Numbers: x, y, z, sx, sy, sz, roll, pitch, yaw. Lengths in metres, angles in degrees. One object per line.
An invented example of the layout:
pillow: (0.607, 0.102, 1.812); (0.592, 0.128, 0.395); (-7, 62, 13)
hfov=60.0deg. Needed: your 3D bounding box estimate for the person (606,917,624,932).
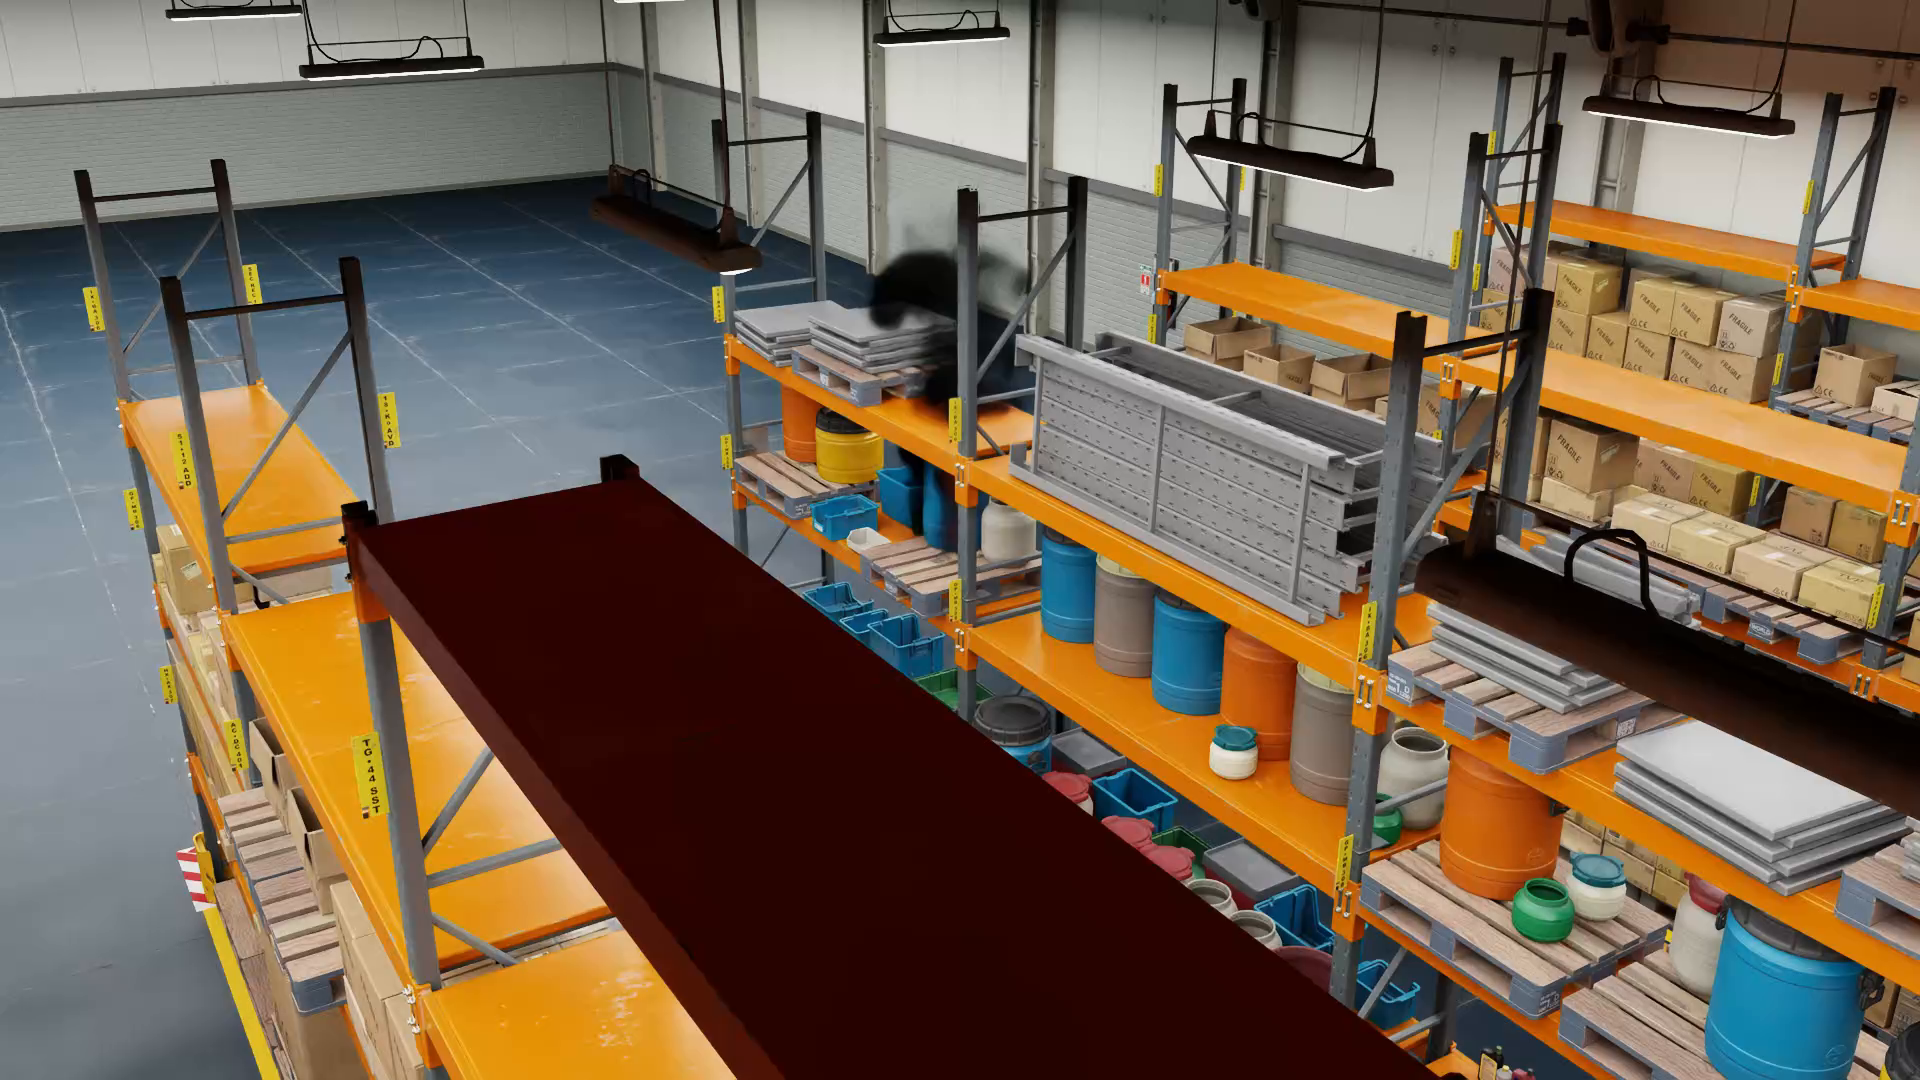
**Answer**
person: (-2.335, 2.808, 11.303); (0.701, 1.726, 0.587); (-16, 27, -35)
